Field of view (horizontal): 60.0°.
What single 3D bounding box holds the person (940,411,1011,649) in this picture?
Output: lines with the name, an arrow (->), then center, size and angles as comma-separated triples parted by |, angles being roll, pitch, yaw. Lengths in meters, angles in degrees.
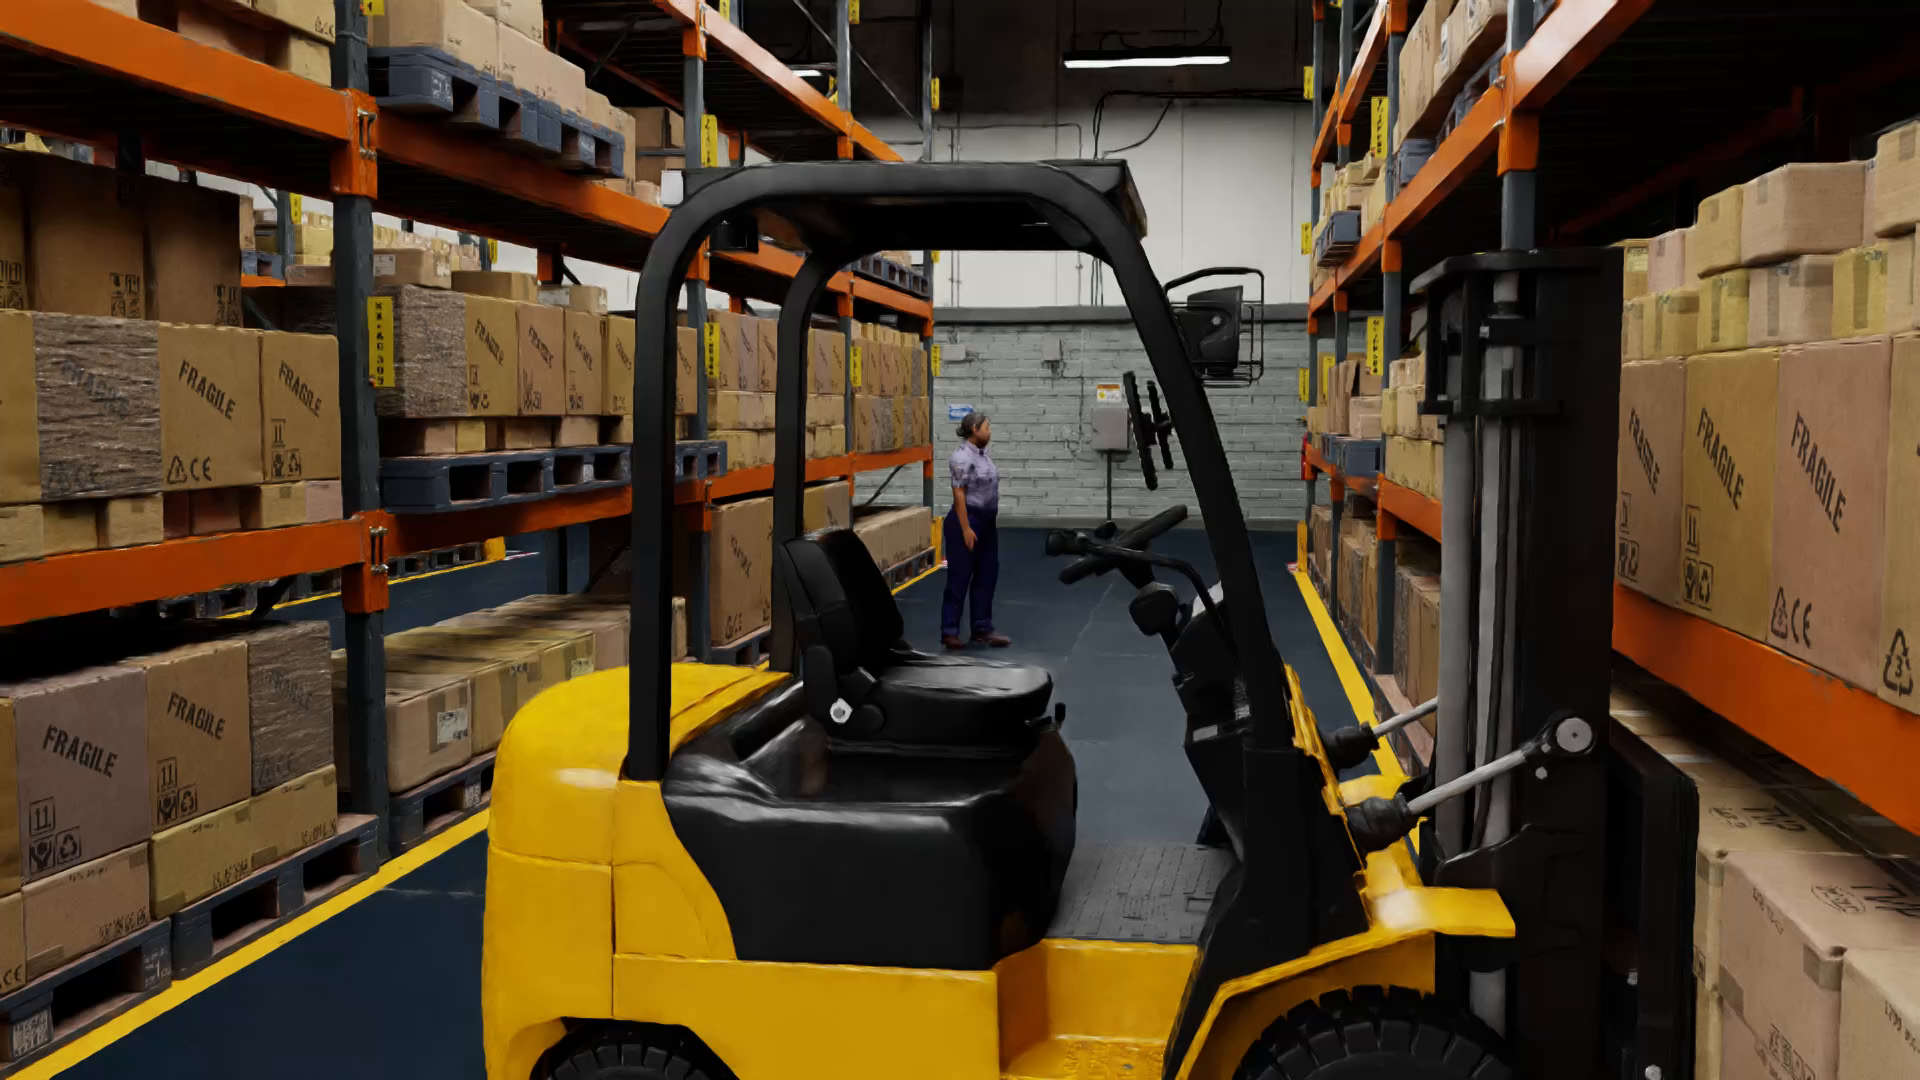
person -> 0.087, -0.073, 11.696 | 0.383, 1.660, 0.566 | 2, 5, 28
